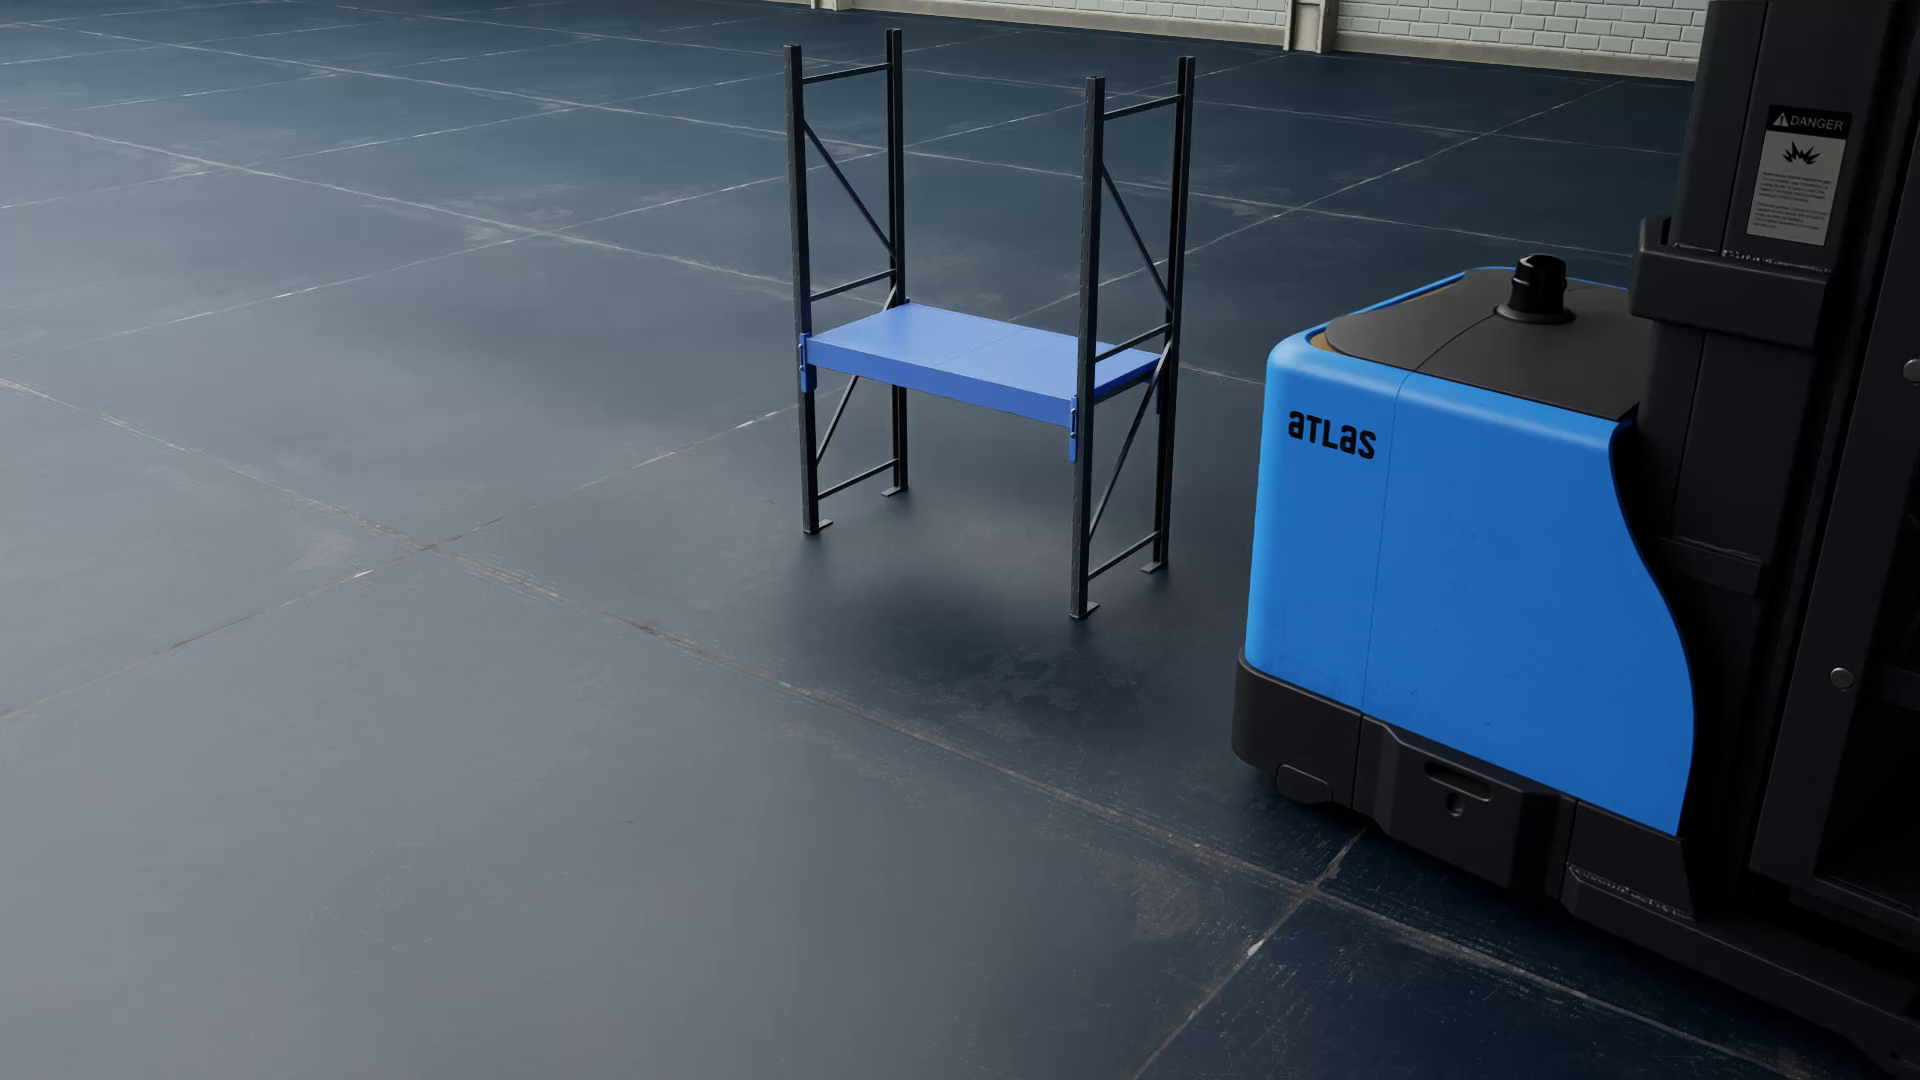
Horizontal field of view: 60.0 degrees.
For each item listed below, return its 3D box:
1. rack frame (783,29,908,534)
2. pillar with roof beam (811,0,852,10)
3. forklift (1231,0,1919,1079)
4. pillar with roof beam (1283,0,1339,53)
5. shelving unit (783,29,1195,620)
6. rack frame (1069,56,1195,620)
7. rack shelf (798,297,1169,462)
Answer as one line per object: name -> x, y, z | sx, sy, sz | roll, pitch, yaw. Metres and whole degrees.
rack frame -> -0.339, -0.789, 5.180 | 0.032, 1.500, 0.500 | 17, 29, 33
pillar with roof beam -> -4.051, -8.858, 14.194 | 0.400, 9.000, 9.100 | 17, 29, 33
forklift -> 2.053, -0.508, 2.767 | 3.031, 2.935, 1.130 | 21, 32, 40
pillar with roof beam -> 0.750, -7.407, 10.901 | 0.400, 9.000, 9.100 | 17, 29, 33
shelving unit -> 0.068, -0.666, 4.901 | 1.048, 1.500, 0.538 | 17, 29, 33
rack frame -> 0.475, -0.543, 4.622 | 0.032, 1.500, 0.500 | 17, 29, 33
rack shelf -> 0.068, -0.501, 4.973 | 1.000, 0.185, 0.538 | 17, 29, 33
